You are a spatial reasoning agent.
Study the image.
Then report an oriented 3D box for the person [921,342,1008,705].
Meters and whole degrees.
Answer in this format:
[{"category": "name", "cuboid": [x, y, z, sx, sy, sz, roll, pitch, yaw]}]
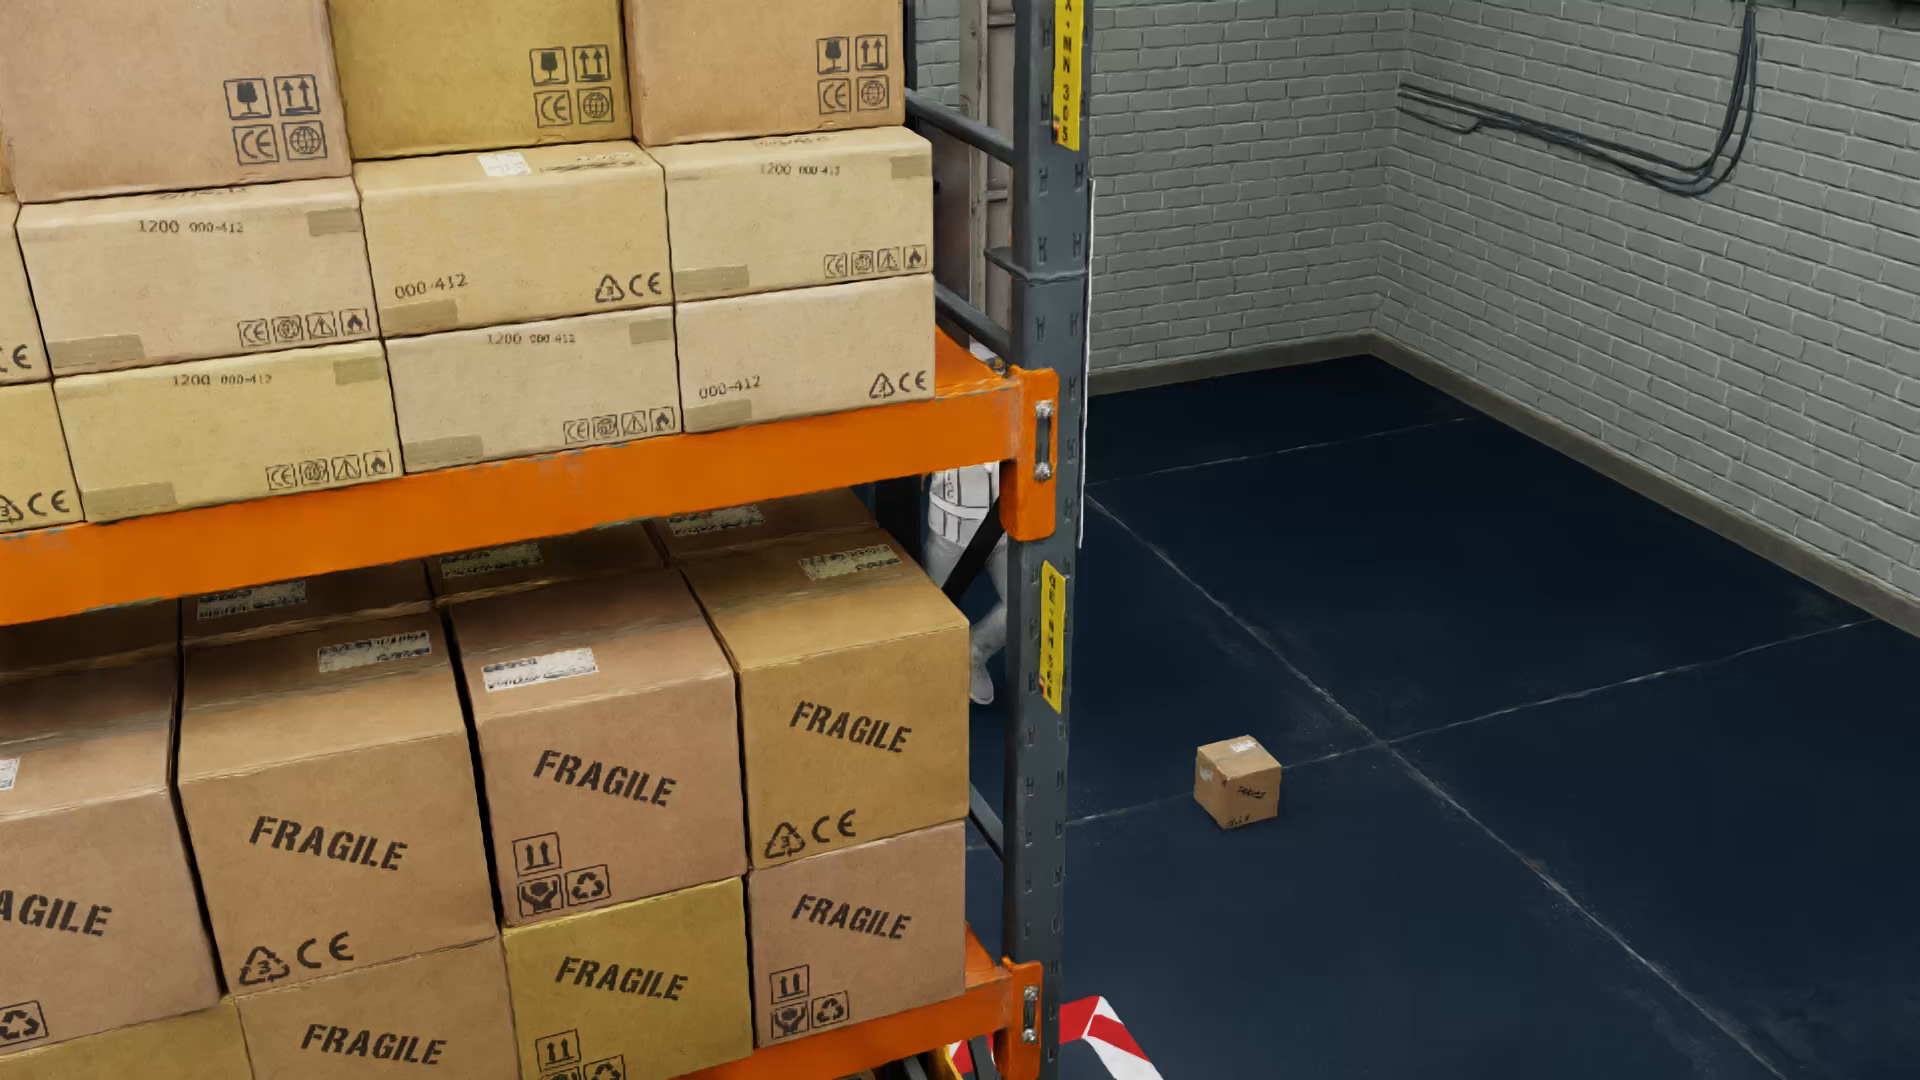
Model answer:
[{"category": "person", "cuboid": [0.041, -0.042, 7.153, 0.725, 1.732, 0.423, -7, 27, -15]}]
